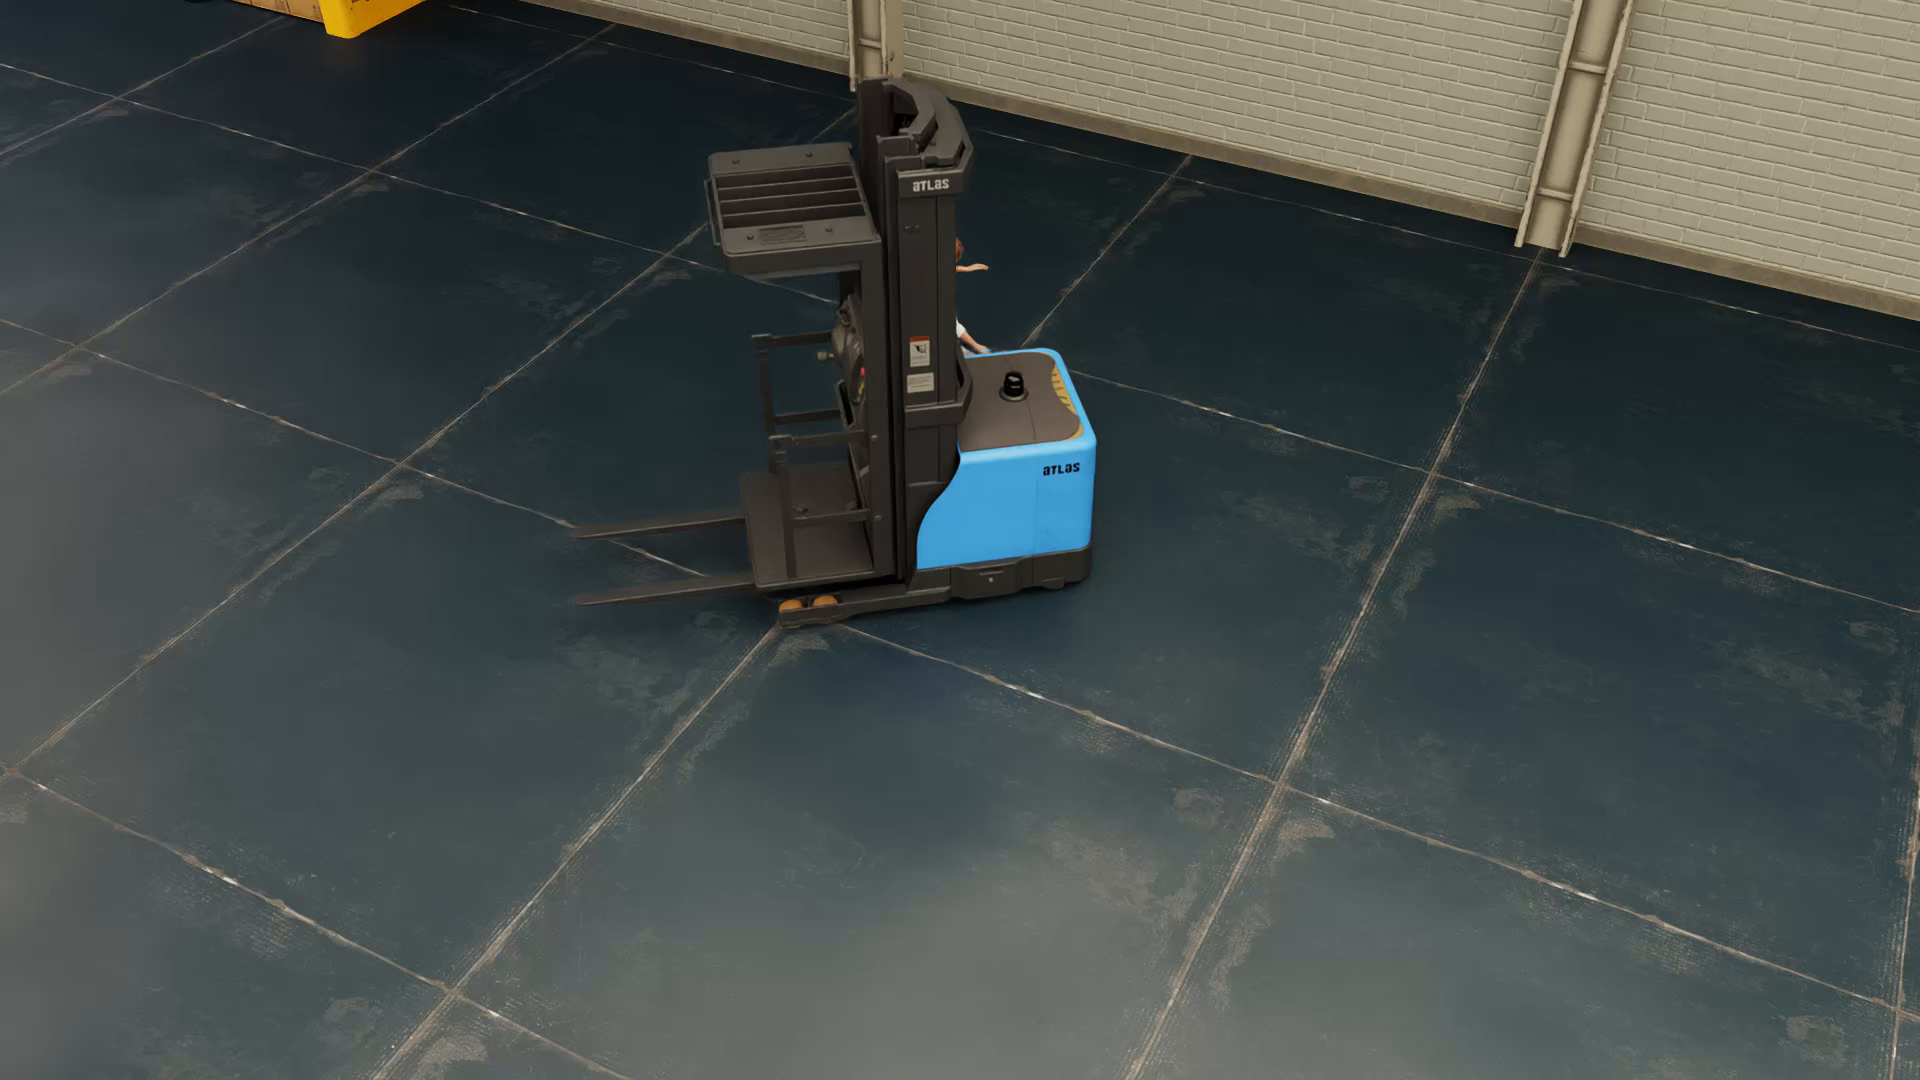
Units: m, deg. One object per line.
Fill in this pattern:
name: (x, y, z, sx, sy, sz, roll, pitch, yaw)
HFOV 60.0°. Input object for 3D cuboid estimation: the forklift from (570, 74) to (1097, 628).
forklift: (-0.788, -0.981, 9.151, 3.031, 2.935, 1.130, -7, 41, -8)

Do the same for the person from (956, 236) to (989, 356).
person: (-0.024, -1.309, 10.775, 0.839, 1.364, 0.915, -25, 46, -27)
